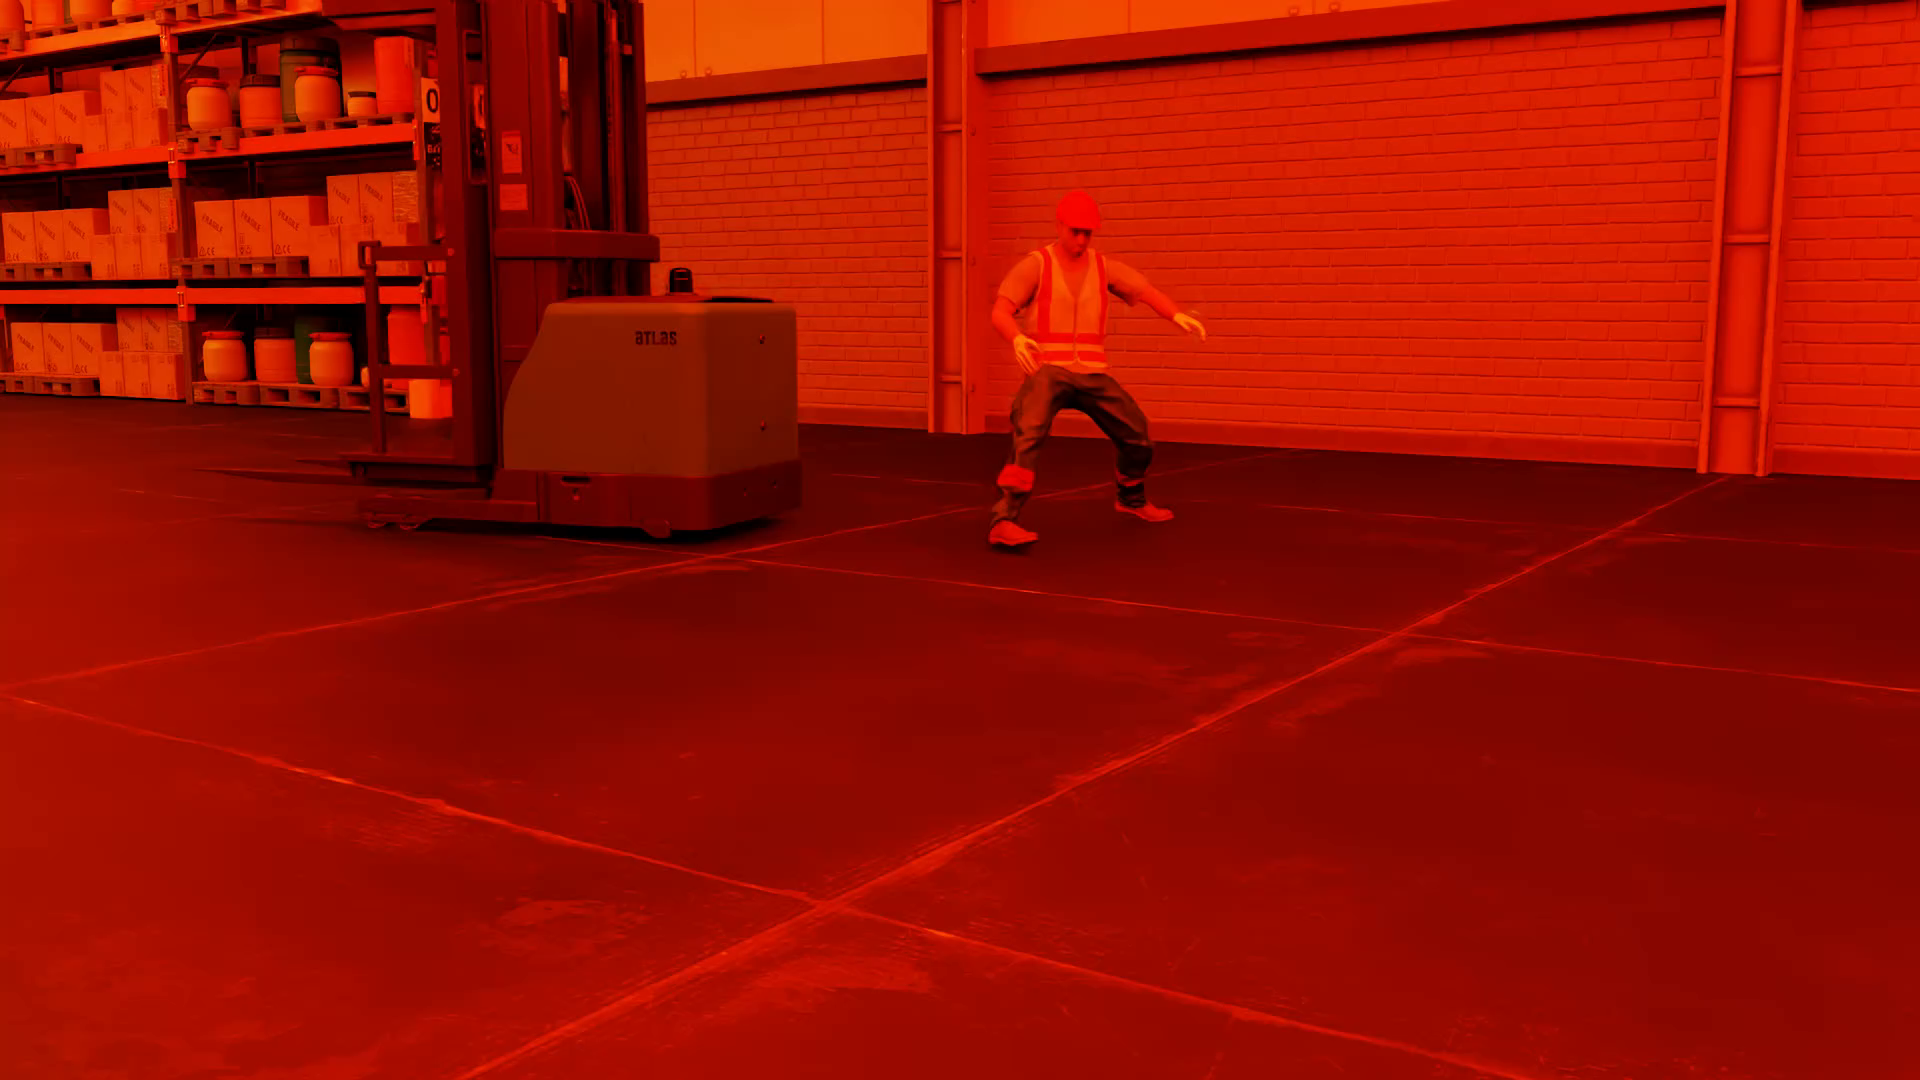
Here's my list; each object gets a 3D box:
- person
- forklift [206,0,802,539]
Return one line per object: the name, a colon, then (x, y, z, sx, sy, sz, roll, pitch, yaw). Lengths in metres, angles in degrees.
person: (0.607, -0.804, 7.673, 1.157, 1.591, 1.003, -2, 8, -16)
forklift: (-2.355, -1.561, 8.173, 3.031, 2.935, 1.130, 3, 9, 21)
